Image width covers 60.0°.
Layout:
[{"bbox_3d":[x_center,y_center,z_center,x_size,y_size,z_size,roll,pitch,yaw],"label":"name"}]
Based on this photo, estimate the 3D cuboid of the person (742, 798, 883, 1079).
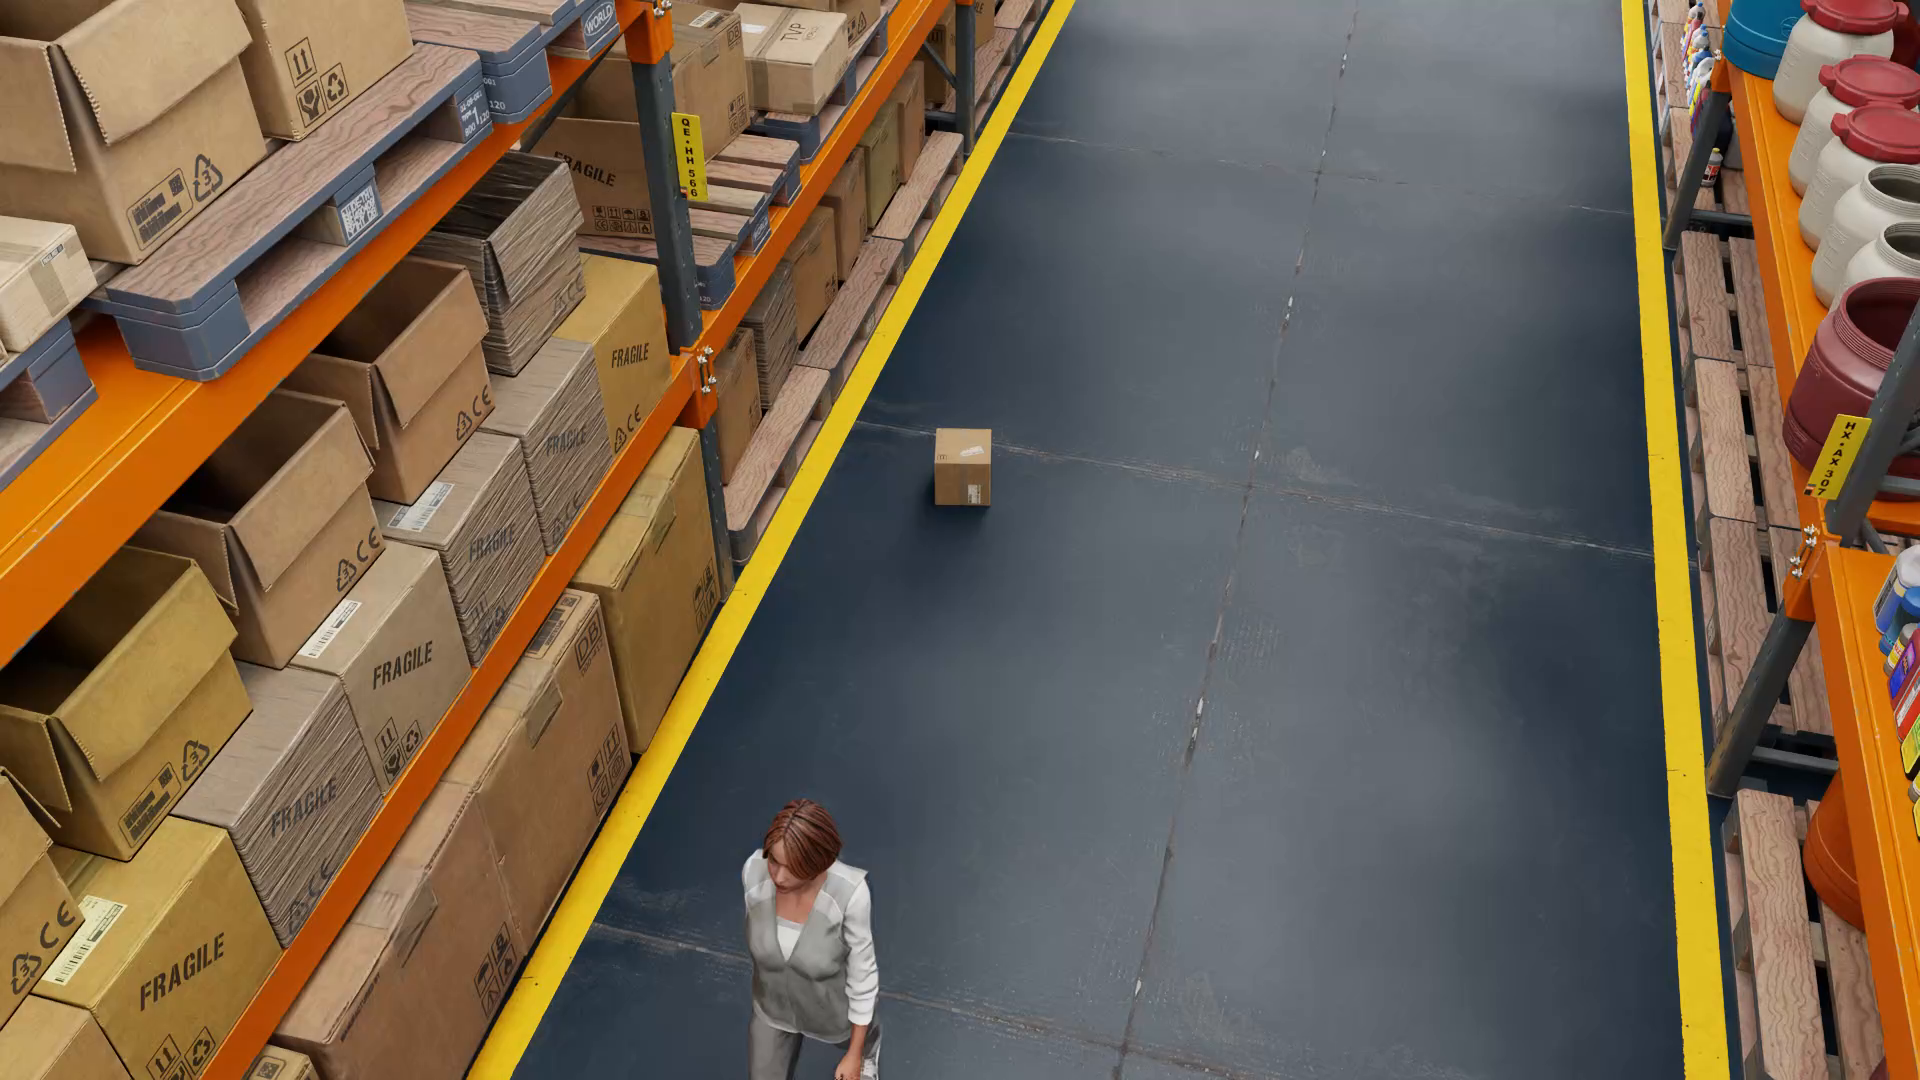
[{"bbox_3d":[-0.427,1.336,4.643,0.419,1.544,0.920,8,42,9],"label":"person"}]
